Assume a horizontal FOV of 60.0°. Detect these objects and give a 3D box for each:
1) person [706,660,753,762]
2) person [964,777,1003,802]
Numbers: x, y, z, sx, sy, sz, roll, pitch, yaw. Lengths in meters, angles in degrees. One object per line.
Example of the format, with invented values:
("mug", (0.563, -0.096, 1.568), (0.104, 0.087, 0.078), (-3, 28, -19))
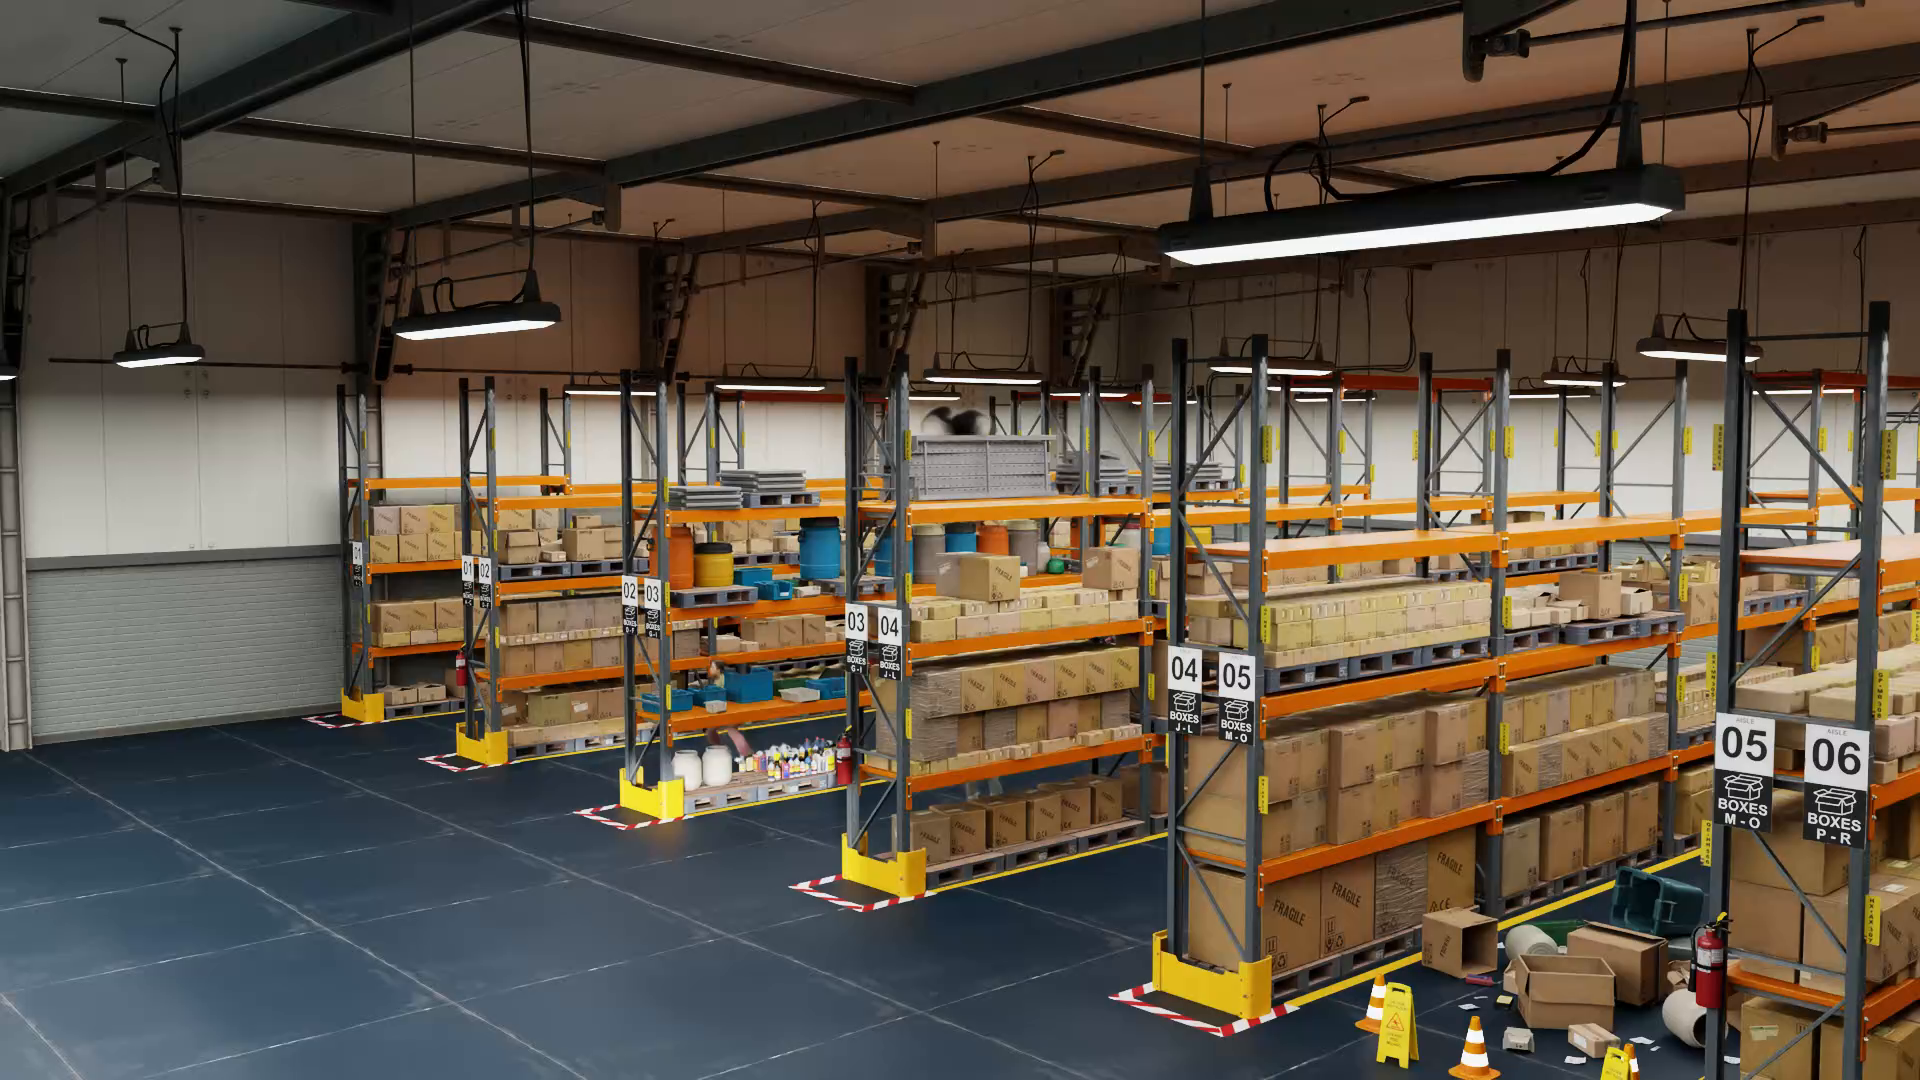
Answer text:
("person", (-3.546, 2.676, 25.530), (0.804, 1.705, 0.563), (-2, 4, -30))
("person", (0.308, 2.832, 22.901), (0.728, 1.707, 0.533), (-3, 5, -42))
